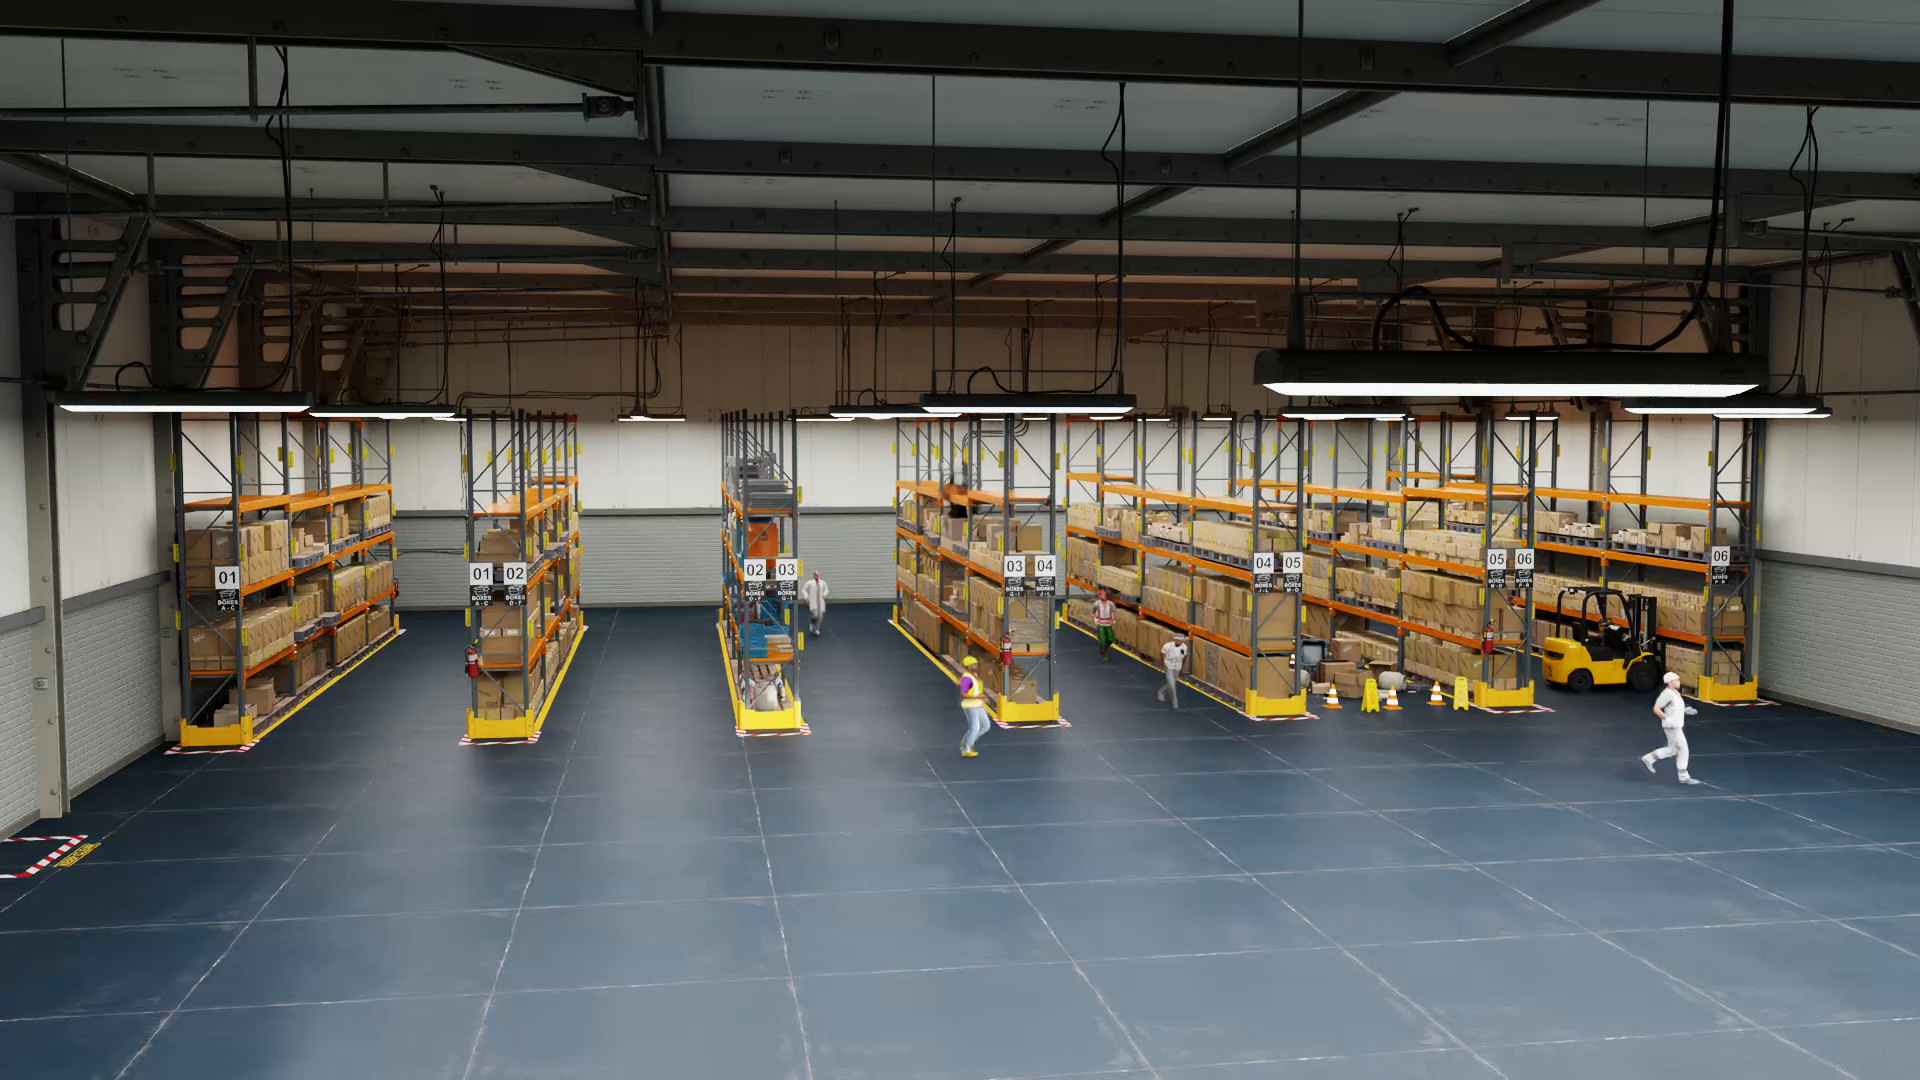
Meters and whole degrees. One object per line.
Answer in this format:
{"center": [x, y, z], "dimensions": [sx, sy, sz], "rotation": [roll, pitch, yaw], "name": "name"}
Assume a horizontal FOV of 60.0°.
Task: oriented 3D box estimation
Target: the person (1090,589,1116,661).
{"center": [3.469, 2.055, 40.087], "dimensions": [0.636, 1.741, 0.586], "rotation": [0, 4, -7], "name": "person"}

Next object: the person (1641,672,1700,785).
{"center": [11.343, 2.987, 26.527], "dimensions": [0.914, 1.765, 0.670], "rotation": [3, 5, 35], "name": "person"}

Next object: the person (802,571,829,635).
{"center": [-3.873, 1.730, 45.090], "dimensions": [0.698, 1.692, 0.623], "rotation": [-2, 4, -22], "name": "person"}

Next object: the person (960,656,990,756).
{"center": [0.265, 2.856, 28.534], "dimensions": [0.600, 1.723, 0.674], "rotation": [2, 4, 22], "name": "person"}

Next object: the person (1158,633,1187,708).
{"center": [4.295, 2.637, 33.783], "dimensions": [0.545, 1.575, 0.945], "rotation": [-1, 4, -15], "name": "person"}
